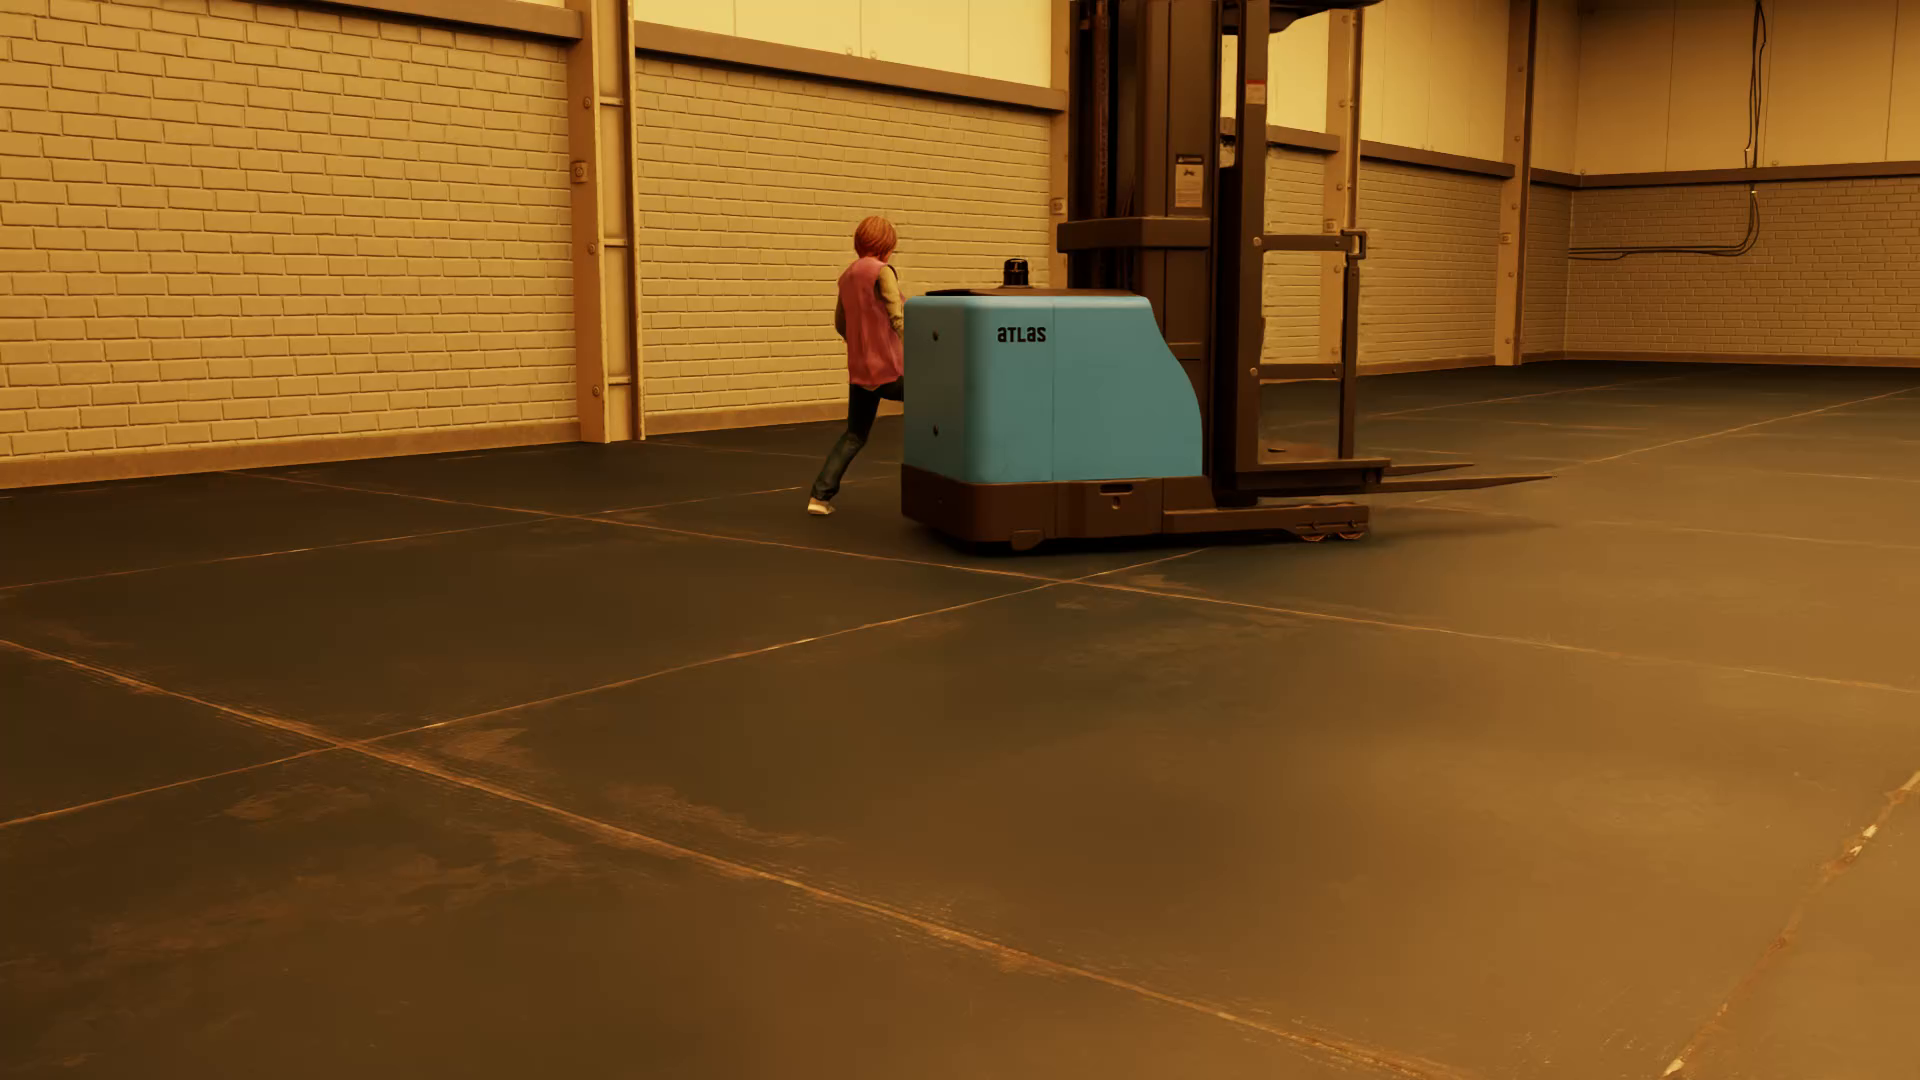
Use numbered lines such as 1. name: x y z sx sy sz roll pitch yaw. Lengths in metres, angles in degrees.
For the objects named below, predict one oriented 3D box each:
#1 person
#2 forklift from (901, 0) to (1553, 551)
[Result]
1. person: -0.397 -0.832 8.170 0.618 1.484 0.814 -6 10 -37
2. forklift: 1.300 -1.509 7.596 3.031 2.935 1.130 -3 9 -19
